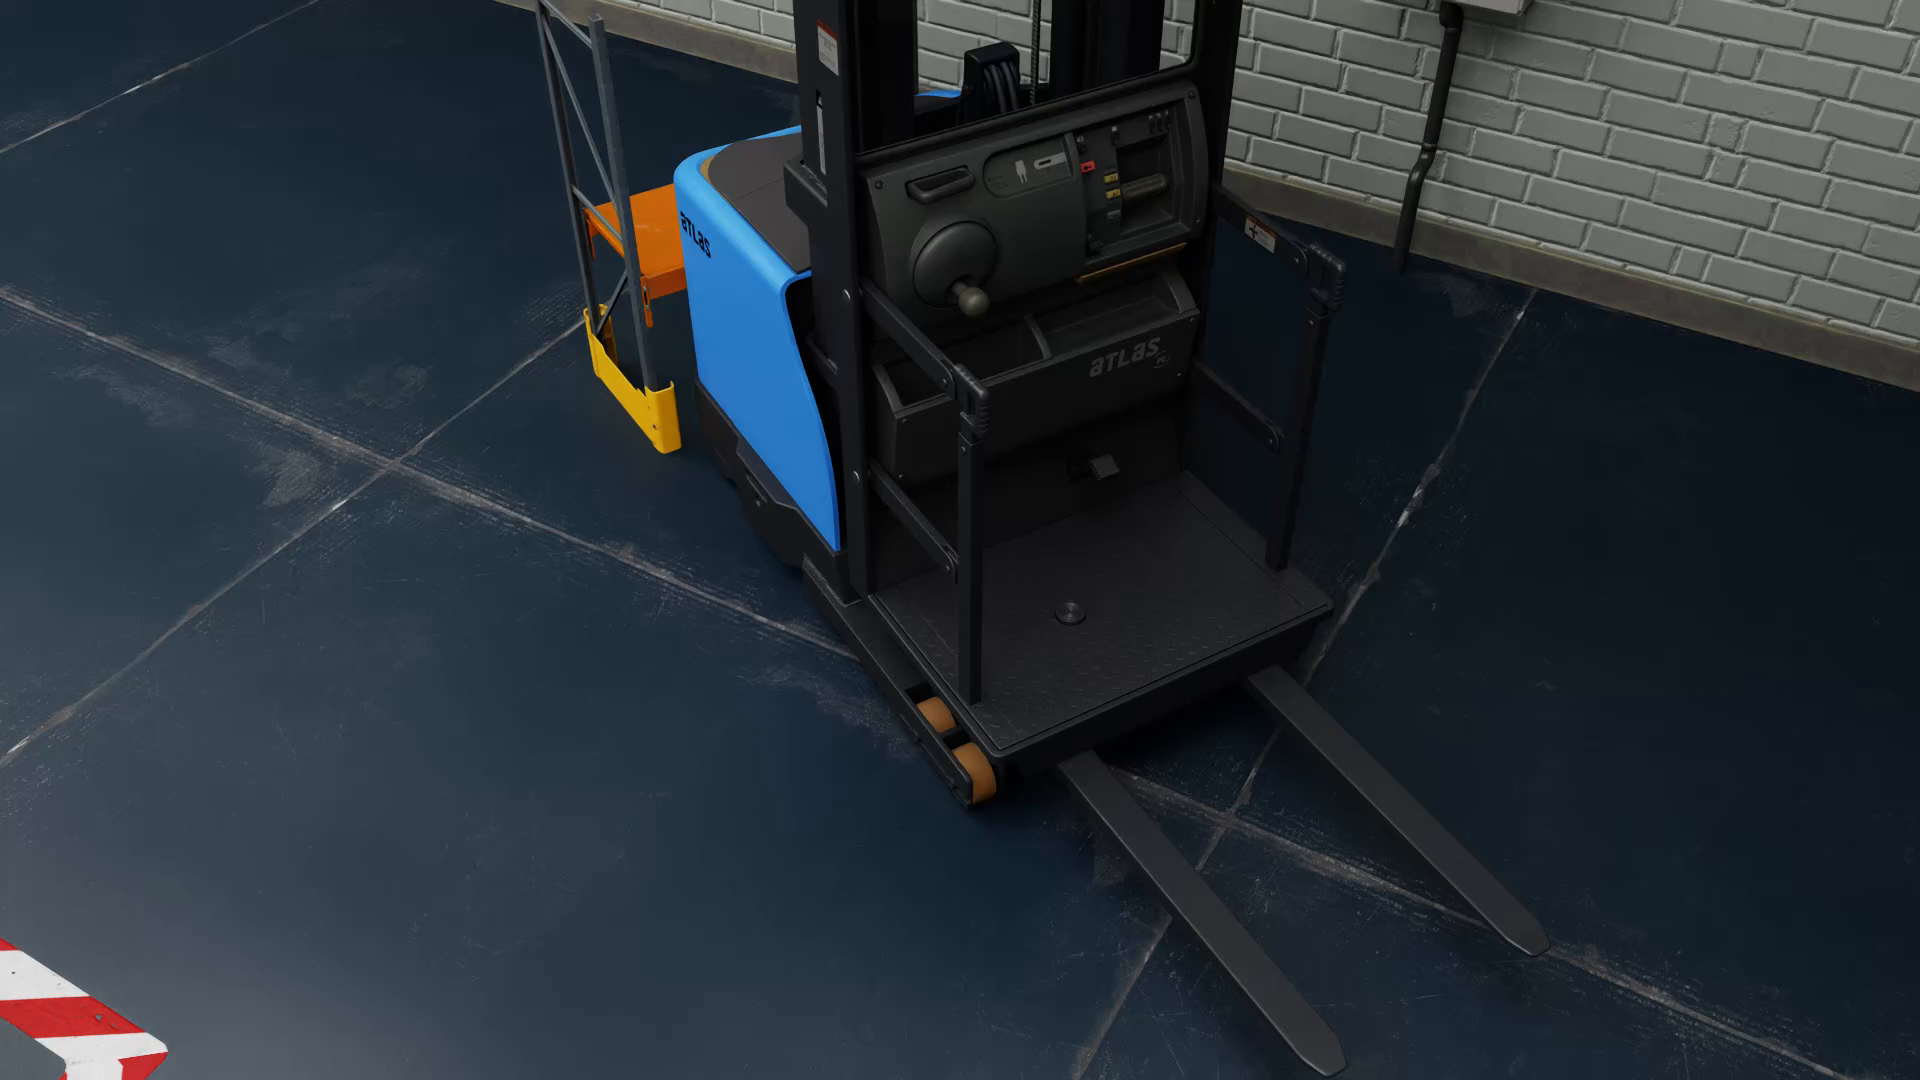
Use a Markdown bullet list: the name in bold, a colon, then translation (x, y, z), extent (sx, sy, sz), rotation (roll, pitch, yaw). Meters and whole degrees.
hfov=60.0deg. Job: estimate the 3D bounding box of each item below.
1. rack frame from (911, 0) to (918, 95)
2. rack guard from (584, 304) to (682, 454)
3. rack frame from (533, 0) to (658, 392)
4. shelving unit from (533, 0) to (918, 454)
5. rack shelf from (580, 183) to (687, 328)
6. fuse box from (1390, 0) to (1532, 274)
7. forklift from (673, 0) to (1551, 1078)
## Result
- **rack frame**: translation (-0.282, -1.381, 5.683), extent (0.032, 1.500, 0.500), rotation (-23, 46, -24)
- **rack guard**: translation (-1.122, -0.556, 5.692), extent (0.087, 0.250, 0.587), rotation (-23, 46, -24)
- **rack frame**: translation (-1.138, -1.019, 5.271), extent (0.032, 1.500, 0.500), rotation (-23, 46, -24)
- **shelving unit**: translation (-0.703, -1.203, 5.481), extent (1.083, 1.500, 0.587), rotation (-23, 46, -24)
- **rack shelf**: translation (-0.710, -1.065, 5.596), extent (1.000, 0.185, 0.538), rotation (-23, 46, -24)
- **fuse box**: translation (1.701, -1.661, 5.841), extent (0.539, 1.711, 0.414), rotation (21, 45, 22)
- **forklift**: translation (0.316, -0.744, 3.877), extent (1.130, 2.935, 3.031), rotation (-21, 46, -22)
